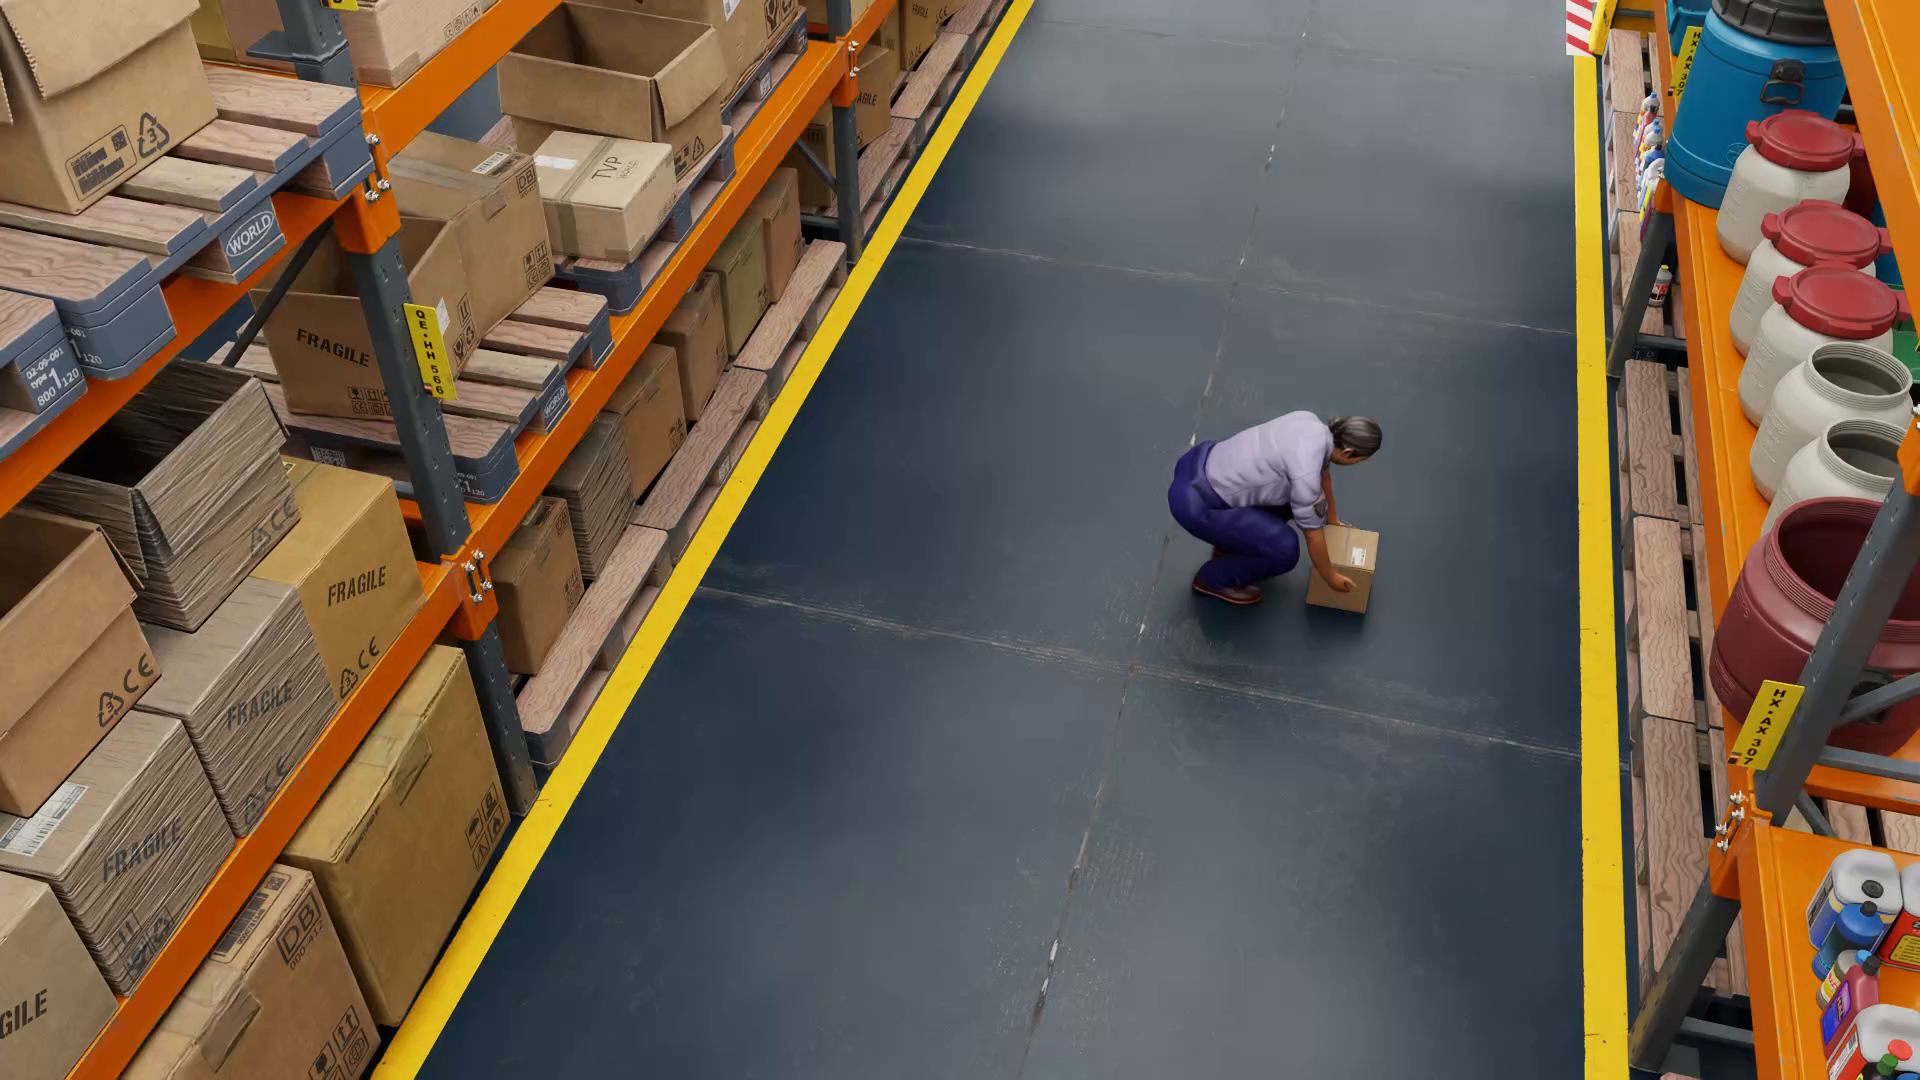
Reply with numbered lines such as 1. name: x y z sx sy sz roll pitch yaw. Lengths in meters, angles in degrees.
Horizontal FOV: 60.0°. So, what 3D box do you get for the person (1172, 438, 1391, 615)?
1. person: 1.326 -0.081 7.005 0.847 0.818 0.512 10 42 11
